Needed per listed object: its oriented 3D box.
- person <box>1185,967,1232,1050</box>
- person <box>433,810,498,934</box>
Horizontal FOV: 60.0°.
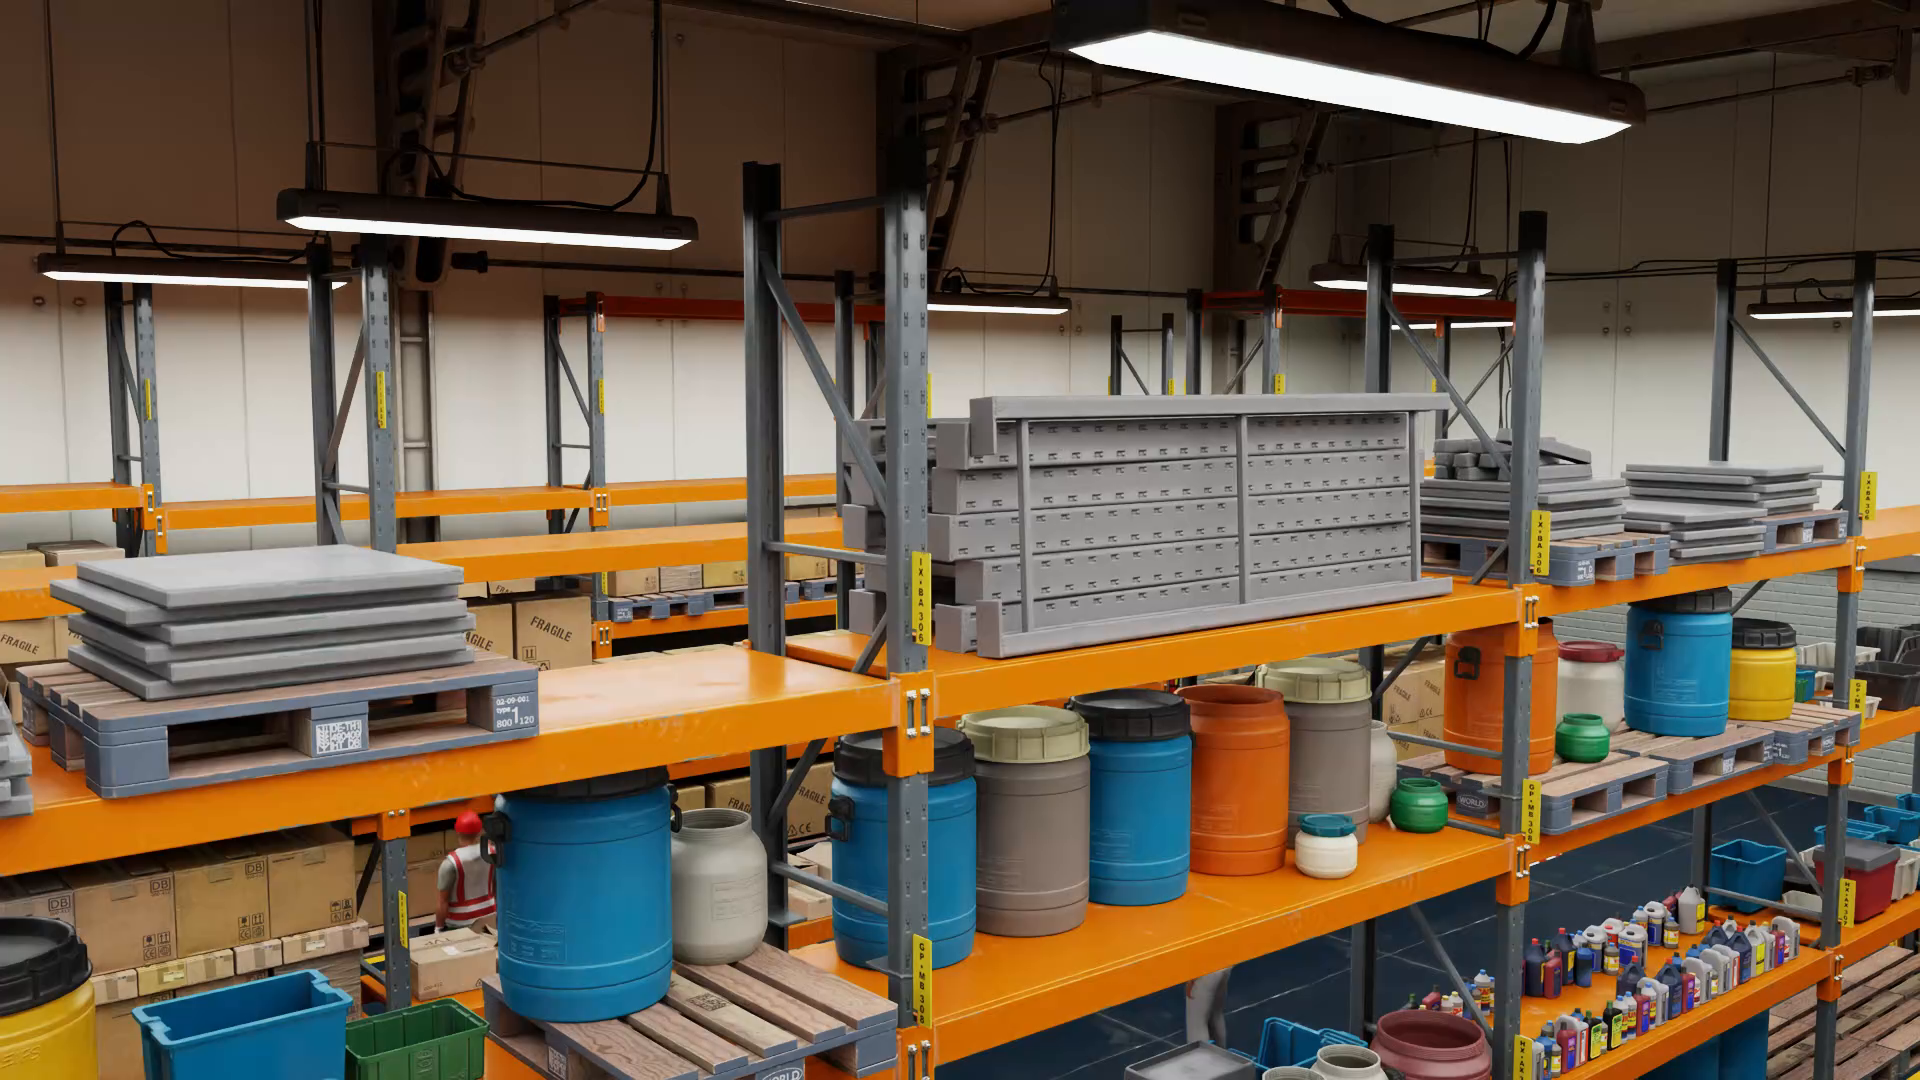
[{"bbox_3d":[1.777,3.160,12.152,0.405,1.701,0.521,3,6,29],"label":"person"},{"bbox_3d":[-3.850,3.026,13.041,0.353,1.826,0.647,5,7,40],"label":"person"}]
